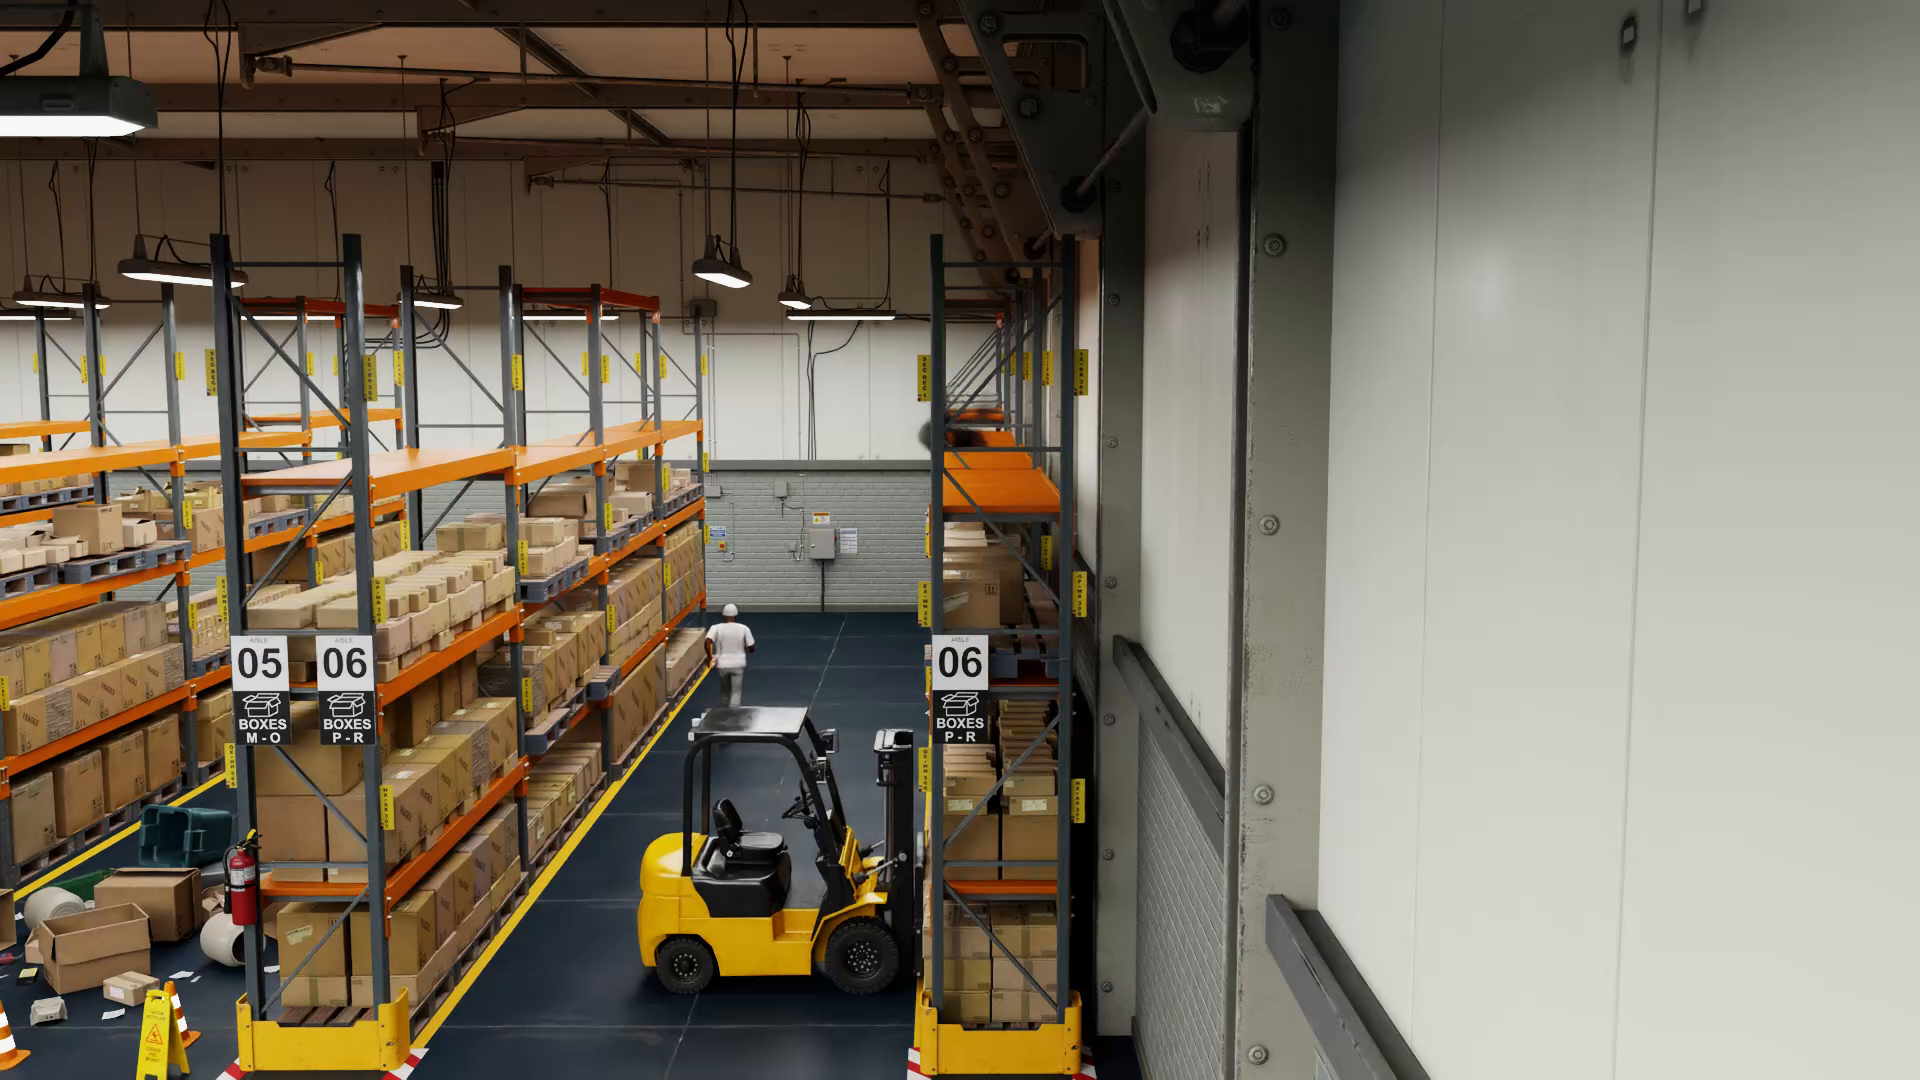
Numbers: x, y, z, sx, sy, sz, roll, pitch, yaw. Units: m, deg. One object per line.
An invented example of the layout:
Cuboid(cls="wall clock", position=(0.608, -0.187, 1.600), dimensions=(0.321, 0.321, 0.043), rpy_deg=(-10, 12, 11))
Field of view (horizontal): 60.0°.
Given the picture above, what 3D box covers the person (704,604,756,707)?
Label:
Cuboid(cls="person", position=(-3.134, 1.763, 22.760), dimensions=(0.663, 1.764, 0.980), rpy_deg=(0, 6, 0))
